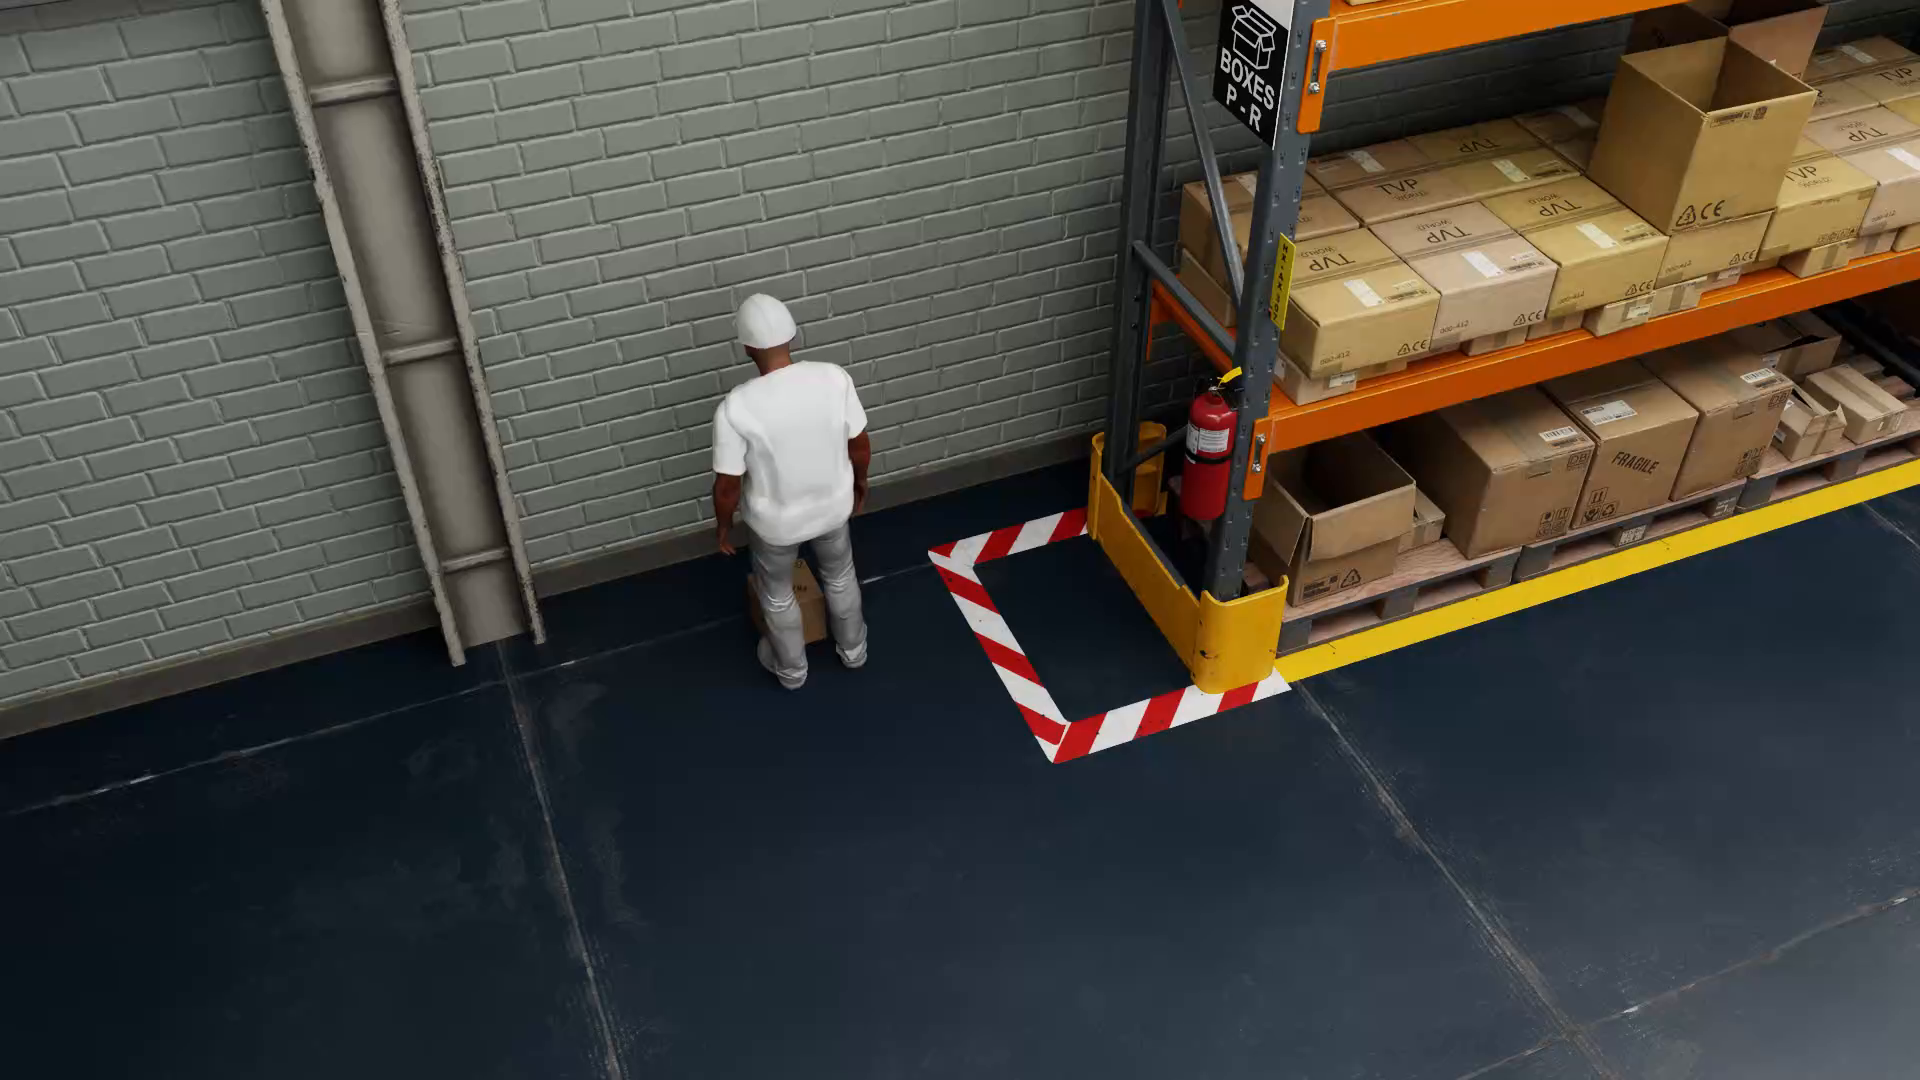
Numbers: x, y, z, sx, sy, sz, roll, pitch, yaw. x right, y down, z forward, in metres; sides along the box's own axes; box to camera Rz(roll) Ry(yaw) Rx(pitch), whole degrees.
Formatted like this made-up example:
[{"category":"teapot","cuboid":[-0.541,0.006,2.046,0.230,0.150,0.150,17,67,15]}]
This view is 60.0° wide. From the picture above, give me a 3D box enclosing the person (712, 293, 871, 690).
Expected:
[{"category":"person","cuboid":[-0.635,-0.150,6.315,0.634,1.760,0.458,-18,45,-19]}]
